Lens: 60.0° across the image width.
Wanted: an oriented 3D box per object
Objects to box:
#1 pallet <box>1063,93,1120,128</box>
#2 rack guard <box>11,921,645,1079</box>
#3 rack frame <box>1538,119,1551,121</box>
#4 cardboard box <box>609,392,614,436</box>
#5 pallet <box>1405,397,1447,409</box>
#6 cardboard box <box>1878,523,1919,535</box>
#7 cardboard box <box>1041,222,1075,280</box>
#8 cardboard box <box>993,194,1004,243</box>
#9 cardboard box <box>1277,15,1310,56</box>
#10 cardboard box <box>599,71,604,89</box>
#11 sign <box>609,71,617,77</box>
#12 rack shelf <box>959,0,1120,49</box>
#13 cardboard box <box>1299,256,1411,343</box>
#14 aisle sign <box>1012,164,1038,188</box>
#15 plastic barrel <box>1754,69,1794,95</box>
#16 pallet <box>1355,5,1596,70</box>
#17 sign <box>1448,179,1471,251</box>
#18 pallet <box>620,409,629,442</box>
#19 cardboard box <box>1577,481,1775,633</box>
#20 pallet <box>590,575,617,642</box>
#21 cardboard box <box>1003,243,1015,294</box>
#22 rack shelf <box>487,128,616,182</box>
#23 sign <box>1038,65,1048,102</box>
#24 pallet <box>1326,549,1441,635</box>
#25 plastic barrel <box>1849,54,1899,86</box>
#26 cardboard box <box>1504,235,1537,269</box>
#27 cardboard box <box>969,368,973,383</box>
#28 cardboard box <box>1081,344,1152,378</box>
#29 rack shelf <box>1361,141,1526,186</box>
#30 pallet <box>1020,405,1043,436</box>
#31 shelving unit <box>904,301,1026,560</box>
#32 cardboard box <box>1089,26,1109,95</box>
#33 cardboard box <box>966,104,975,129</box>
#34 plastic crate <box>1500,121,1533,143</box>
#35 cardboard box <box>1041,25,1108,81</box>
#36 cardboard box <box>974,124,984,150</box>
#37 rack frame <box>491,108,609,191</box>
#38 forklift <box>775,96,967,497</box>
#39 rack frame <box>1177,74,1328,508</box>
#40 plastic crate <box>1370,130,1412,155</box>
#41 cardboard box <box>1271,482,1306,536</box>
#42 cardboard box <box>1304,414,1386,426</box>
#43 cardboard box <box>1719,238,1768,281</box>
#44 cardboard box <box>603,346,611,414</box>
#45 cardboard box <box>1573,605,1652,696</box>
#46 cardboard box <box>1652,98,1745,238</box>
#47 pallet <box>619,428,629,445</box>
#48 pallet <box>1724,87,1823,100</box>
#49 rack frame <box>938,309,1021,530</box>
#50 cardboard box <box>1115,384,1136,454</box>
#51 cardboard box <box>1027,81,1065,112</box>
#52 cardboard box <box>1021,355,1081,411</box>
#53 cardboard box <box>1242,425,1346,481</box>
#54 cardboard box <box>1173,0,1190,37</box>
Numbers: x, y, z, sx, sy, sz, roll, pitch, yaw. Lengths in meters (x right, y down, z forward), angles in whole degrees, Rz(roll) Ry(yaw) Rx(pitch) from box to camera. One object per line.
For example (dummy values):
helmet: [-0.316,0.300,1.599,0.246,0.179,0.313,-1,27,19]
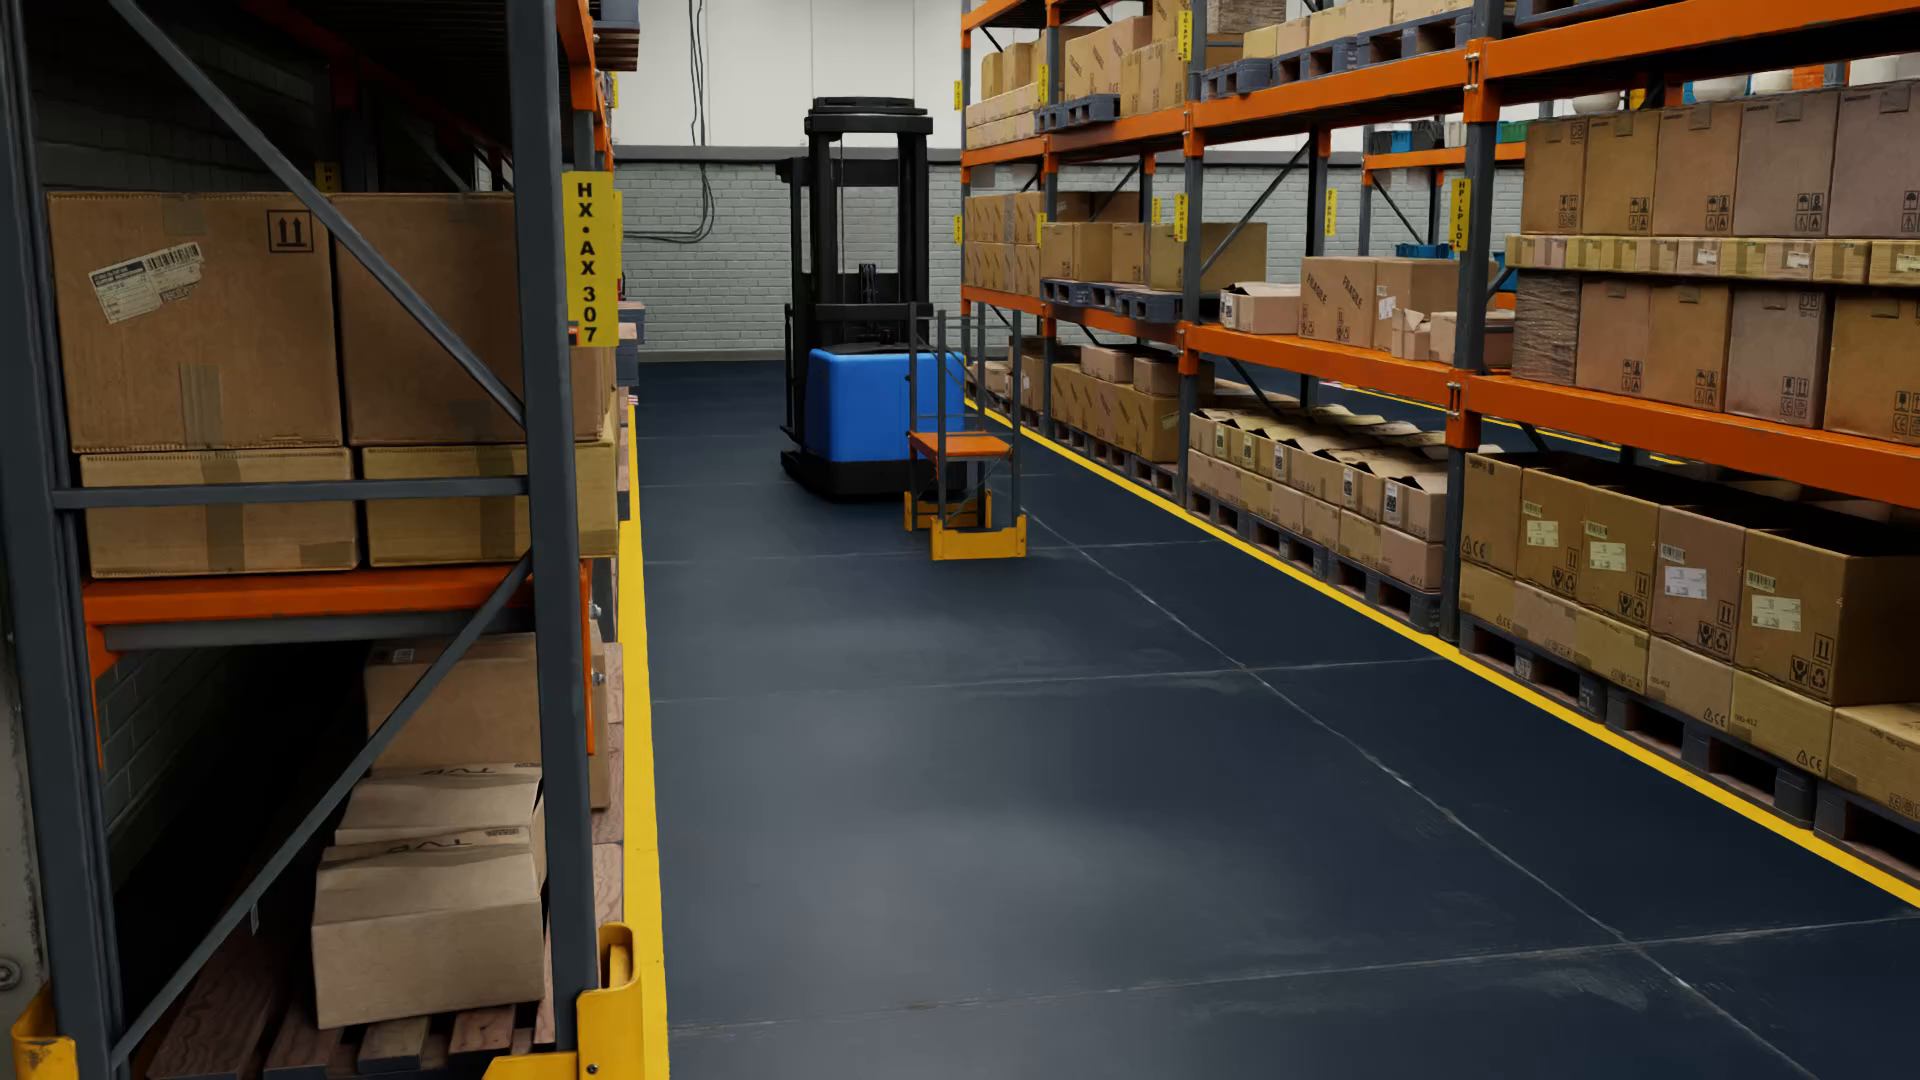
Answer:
pallet: [1.555,-3.534,13.722,1.213,0.211,1.003,-2,11,-11]
rack guard: [-1.247,1.131,3.419,1.175,0.500,0.348,-2,11,-11]
rack frame: [6.152,-2.645,16.568,1.000,3.000,0.127,-2,11,-11]
cardboard box: [-1.224,-0.309,4.645,0.500,0.250,0.500,-2,11,-12]
pallet: [5.730,-1.632,18.708,1.003,0.211,1.213,-2,11,-11]
cardboard box: [3.531,0.223,5.730,0.500,0.500,0.500,-2,11,-11]
cardboard box: [1.165,-2.625,15.078,0.700,0.500,0.500,-6,12,-30]
cardboard box: [0.644,-3.367,17.424,0.500,0.500,0.500,-2,11,-12]
cardboard box: [2.334,-3.161,10.537,0.500,0.250,0.500,-2,11,-9]
cardboard box: [-2.383,-2.868,9.905,0.500,0.311,0.500,-2,11,-11]
sign: [-3.035,-4.188,14.430,0.100,0.325,0.005,-2,11,-11]
rack shelf: [0.904,-5.424,17.059,1.077,0.370,4.000,-2,11,-11]
cardboard box: [2.413,-1.473,10.148,0.500,0.500,0.500,-3,11,-14]
aisle sign: [0.802,-4.499,19.361,0.394,0.787,0.004,-2,11,-11]
plastic barrel: [6.578,-3.714,13.412,0.301,0.262,0.301,0,11,0]
pallet: [2.664,-2.539,8.501,0.805,0.209,1.217,-3,11,-13]
sign: [2.318,-1.506,7.703,0.100,0.325,0.005,-2,11,-11]
pallet: [-3.637,-1.057,15.684,1.003,0.211,1.213,-2,11,-11]
cardboard box: [2.826,0.058,6.594,0.500,0.500,0.500,-2,11,-11]
pallet: [-2.163,0.410,7.977,1.003,0.211,1.213,-2,11,-11]
cardboard box: [0.740,-2.785,17.040,0.500,0.500,0.500,-2,11,-10]
rack shelf: [-3.955,-3.771,16.389,1.077,0.370,4.000,-2,11,-11]
sign: [0.762,-4.171,15.186,0.100,0.325,0.005,-2,11,-11]
pallet: [2.667,0.238,8.880,1.003,0.211,1.213,-2,11,-11]
plastic barrel: [6.690,-3.371,12.065,0.421,0.512,0.421,0,11,0]
cardboard box: [2.711,-1.309,7.551,0.380,0.149,0.250,-2,11,-11]
cardboard box: [0.308,-1.888,18.994,0.380,0.166,0.250,-2,11,-11]
cardboard box: [1.342,-1.541,14.272,0.500,0.250,0.500,-2,11,-11]
rack shelf: [5.763,-4.131,18.282,1.077,0.370,4.000,-2,11,-11]
pallet: [1.160,-1.221,16.548,1.003,0.211,1.213,-2,11,-11]
shelving unit: [0.015,-0.723,10.483,0.587,1.500,1.083,-2,11,-11]
cardboard box: [1.471,-4.026,14.148,0.600,0.600,0.600,-2,11,-12]
cardboard box: [0.359,-4.740,18.622,0.500,0.250,0.500,-2,11,-11]
plastic crate: [5.773,-4.081,16.658,0.450,0.188,0.662,-2,11,-11]
cardboard box: [1.161,-4.567,15.703,0.700,0.500,0.500,-2,11,-11]
cardboard box: [0.450,-4.403,18.185,0.500,0.250,0.500,-2,11,-11]
rack frame: [-3.566,-2.284,14.675,1.000,3.000,0.127,-2,11,-11]
forklift: [-0.848,-1.990,13.315,1.130,2.935,3.031,-3,11,-16]
rack frame: [2.071,-1.731,11.771,1.000,3.000,0.127,-2,11,-11]
plastic crate: [5.176,-4.707,19.730,0.497,0.269,0.590,-2,11,-11]
cardboard box: [2.189,-0.199,9.950,0.500,0.250,0.500,-2,11,-10]
cardboard box: [2.521,-0.680,10.979,0.500,0.311,0.500,-2,11,-12]
cardboard box: [3.016,-1.025,6.059,0.380,0.149,0.250,-2,11,-11]
cardboard box: [-1.116,-0.577,4.050,0.500,0.500,0.500,-2,11,-11]
cardboard box: [2.826,0.427,6.664,0.500,0.250,0.500,-2,11,-11]
cardboard box: [3.137,-1.419,6.390,0.700,0.500,0.500,-2,11,-11]
pallet: [-3.342,-0.776,14.207,1.003,0.211,1.213,-2,11,-11]
pallet: [6.877,-3.435,13.207,1.003,0.211,1.213,-2,11,-11]
rack frame: [0.115,-0.628,9.984,0.500,1.500,0.032,-2,11,-11]
cardboard box: [1.558,-0.978,13.319,0.500,0.500,0.500,-3,11,-13]
cardboard box: [0.932,-4.190,15.729,0.500,0.250,0.500,-2,11,-11]
cardboard box: [0.904,-1.547,16.313,0.500,0.500,0.500,-2,11,-11]
cardboard box: [2.092,-0.566,10.379,0.500,0.311,0.500,-2,11,-13]
cardboard box: [1.893,-3.919,12.301,0.500,0.500,0.500,-2,11,-11]
